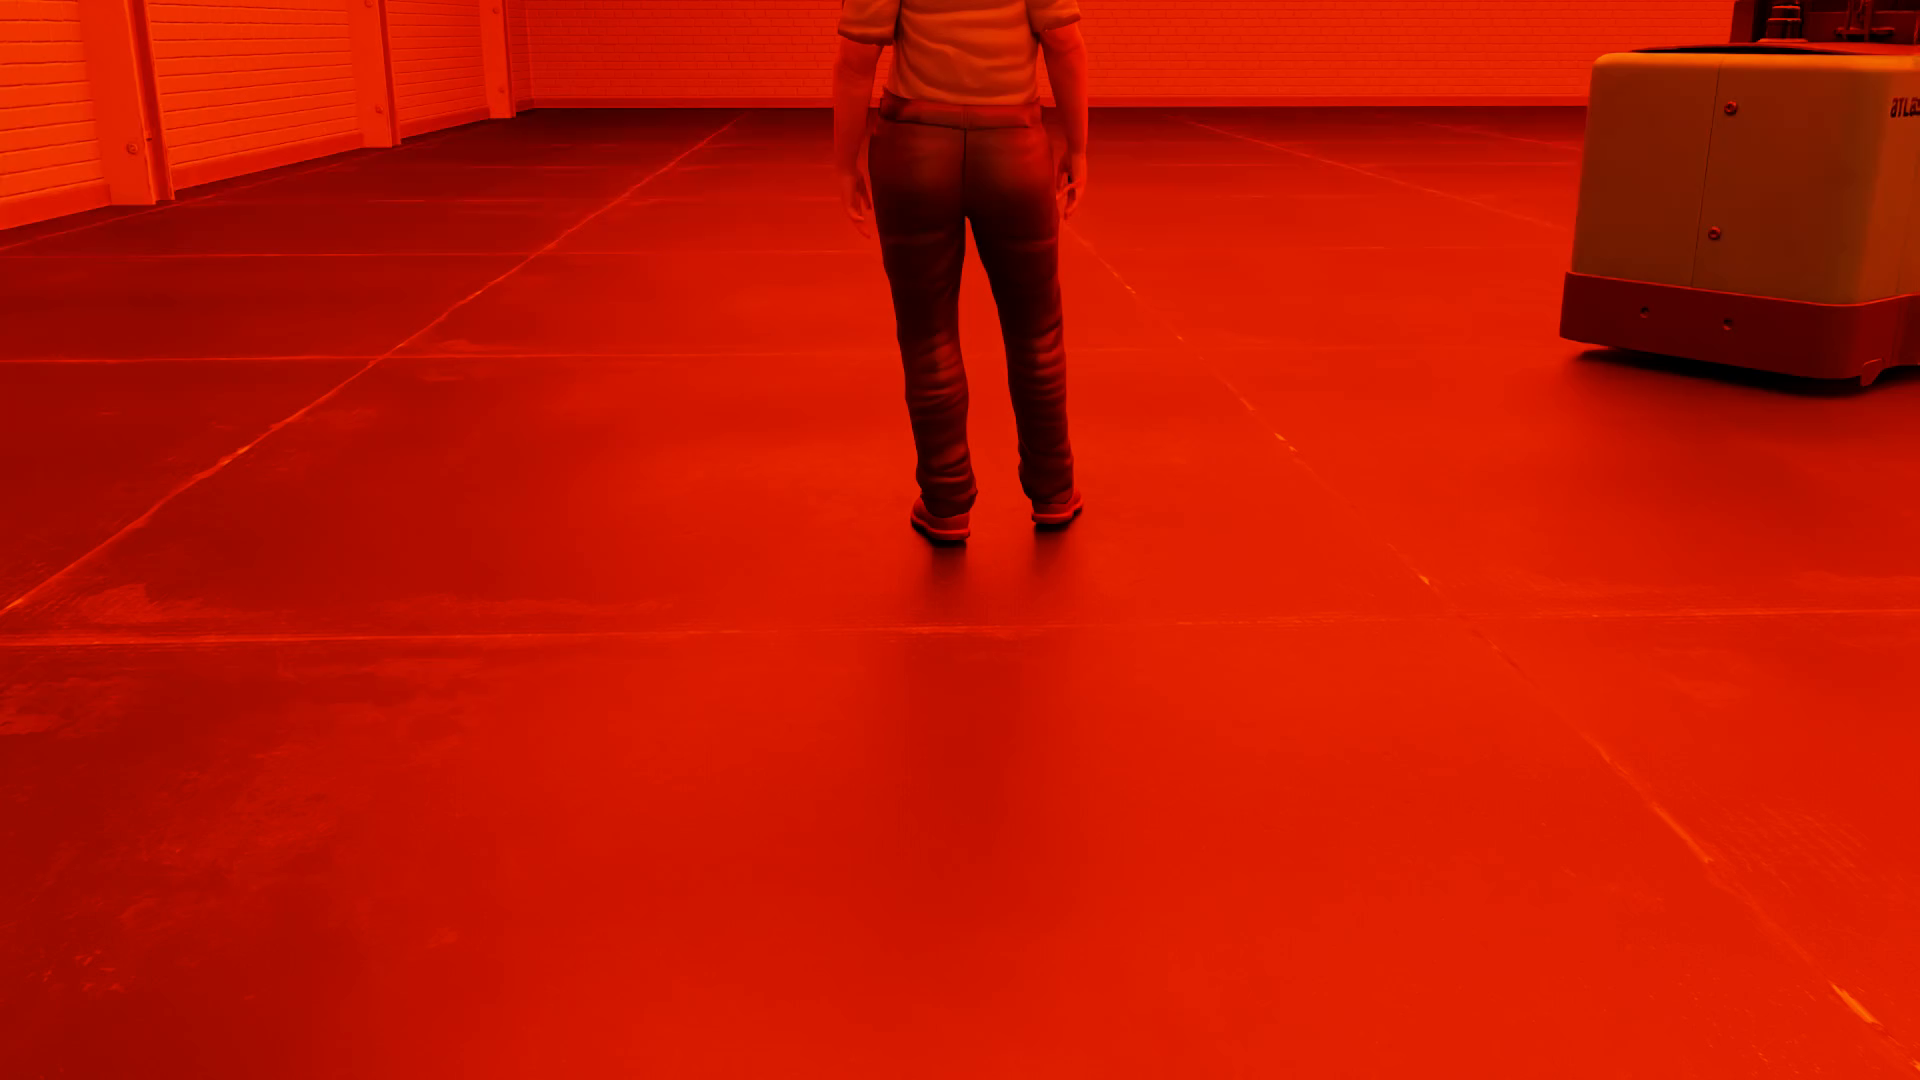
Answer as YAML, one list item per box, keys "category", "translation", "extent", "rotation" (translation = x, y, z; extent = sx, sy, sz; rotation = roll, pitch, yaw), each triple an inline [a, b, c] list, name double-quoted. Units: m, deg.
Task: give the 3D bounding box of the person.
- category: "person"
  translation: [0.018, -0.819, 3.762]
  extent: [0.598, 1.643, 0.503]
  rotation: [-1, 17, -3]

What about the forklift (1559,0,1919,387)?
- category: "forklift"
  translation: [3.680, -2.230, 6.198]
  extent: [3.031, 2.935, 1.130]
  rotation: [-13, 21, -36]
